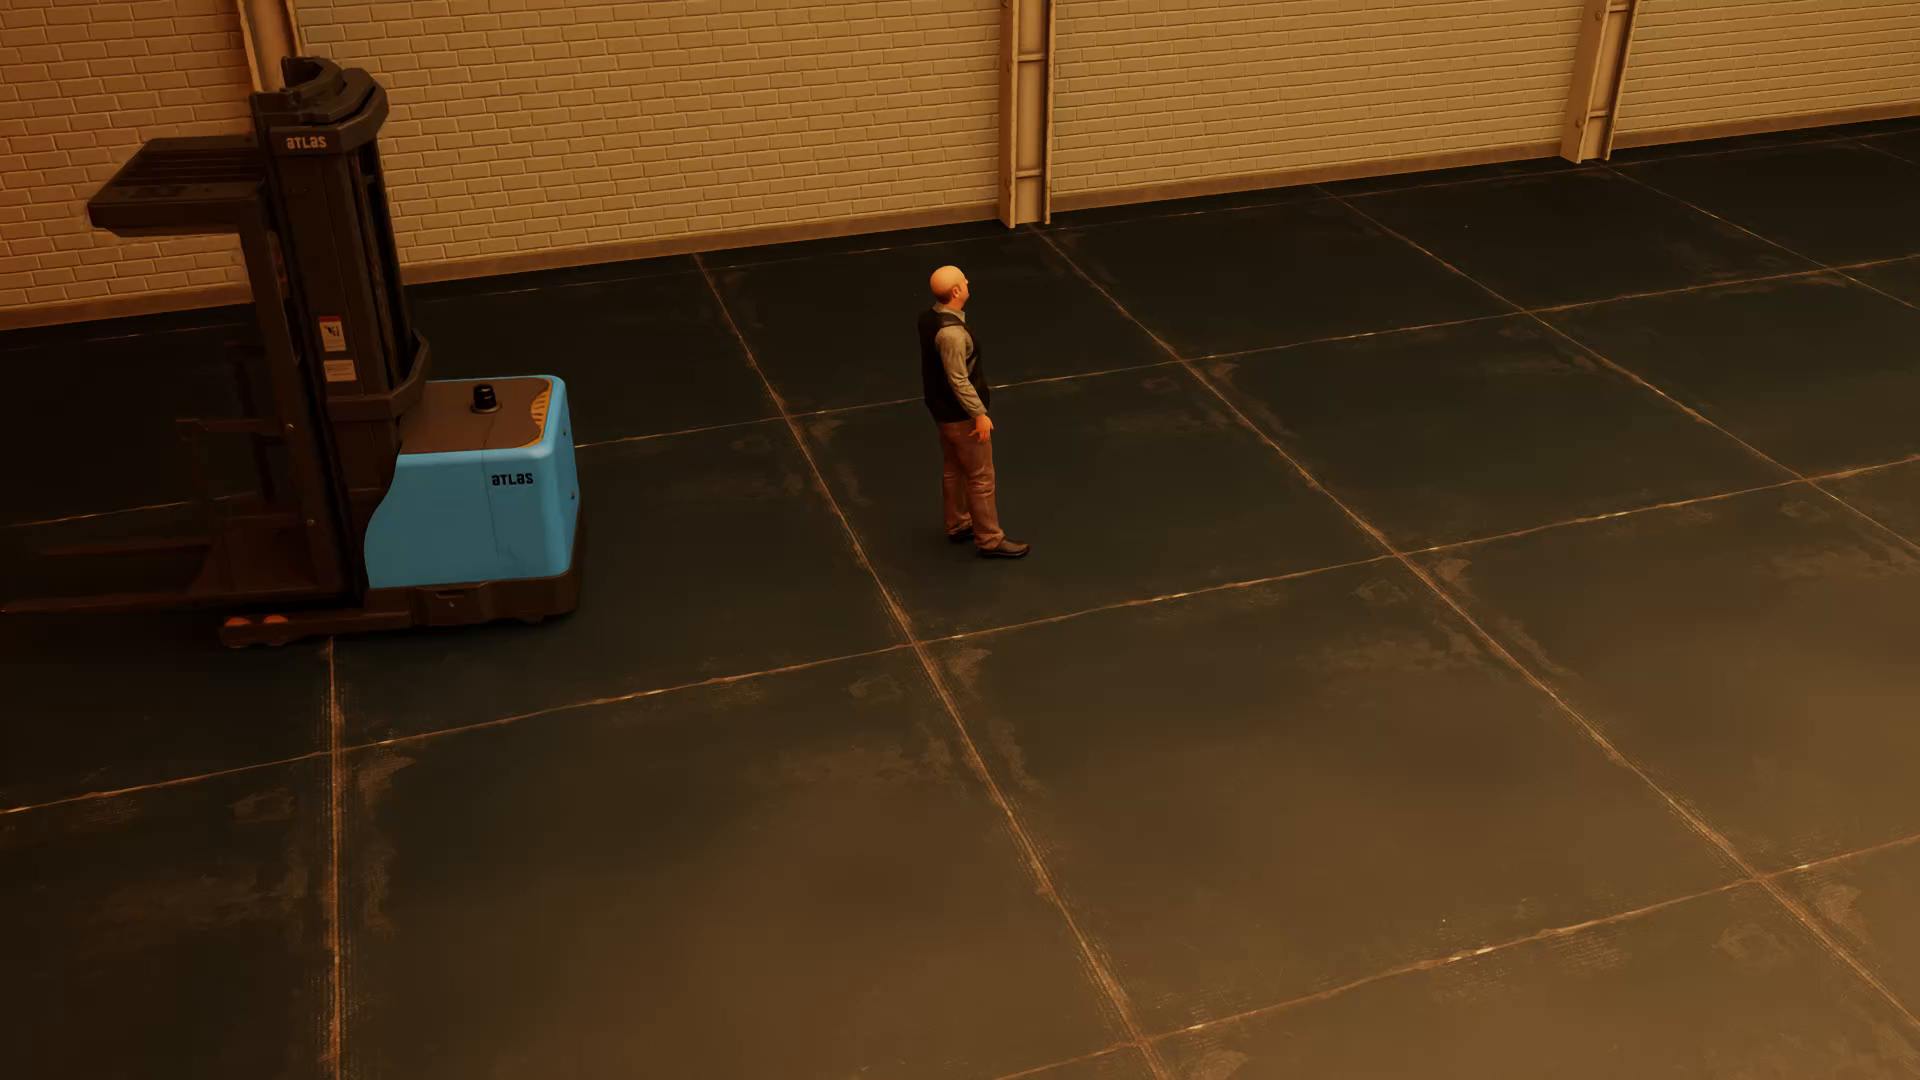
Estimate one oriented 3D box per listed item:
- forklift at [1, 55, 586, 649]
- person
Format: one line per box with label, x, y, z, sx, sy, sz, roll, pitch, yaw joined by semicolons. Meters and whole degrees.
forklift;-3.691;-0.962;8.759;3.031;2.935;1.130;-4;30;-7
person;0.061;-0.758;9.603;0.568;1.720;0.632;-10;31;-16
